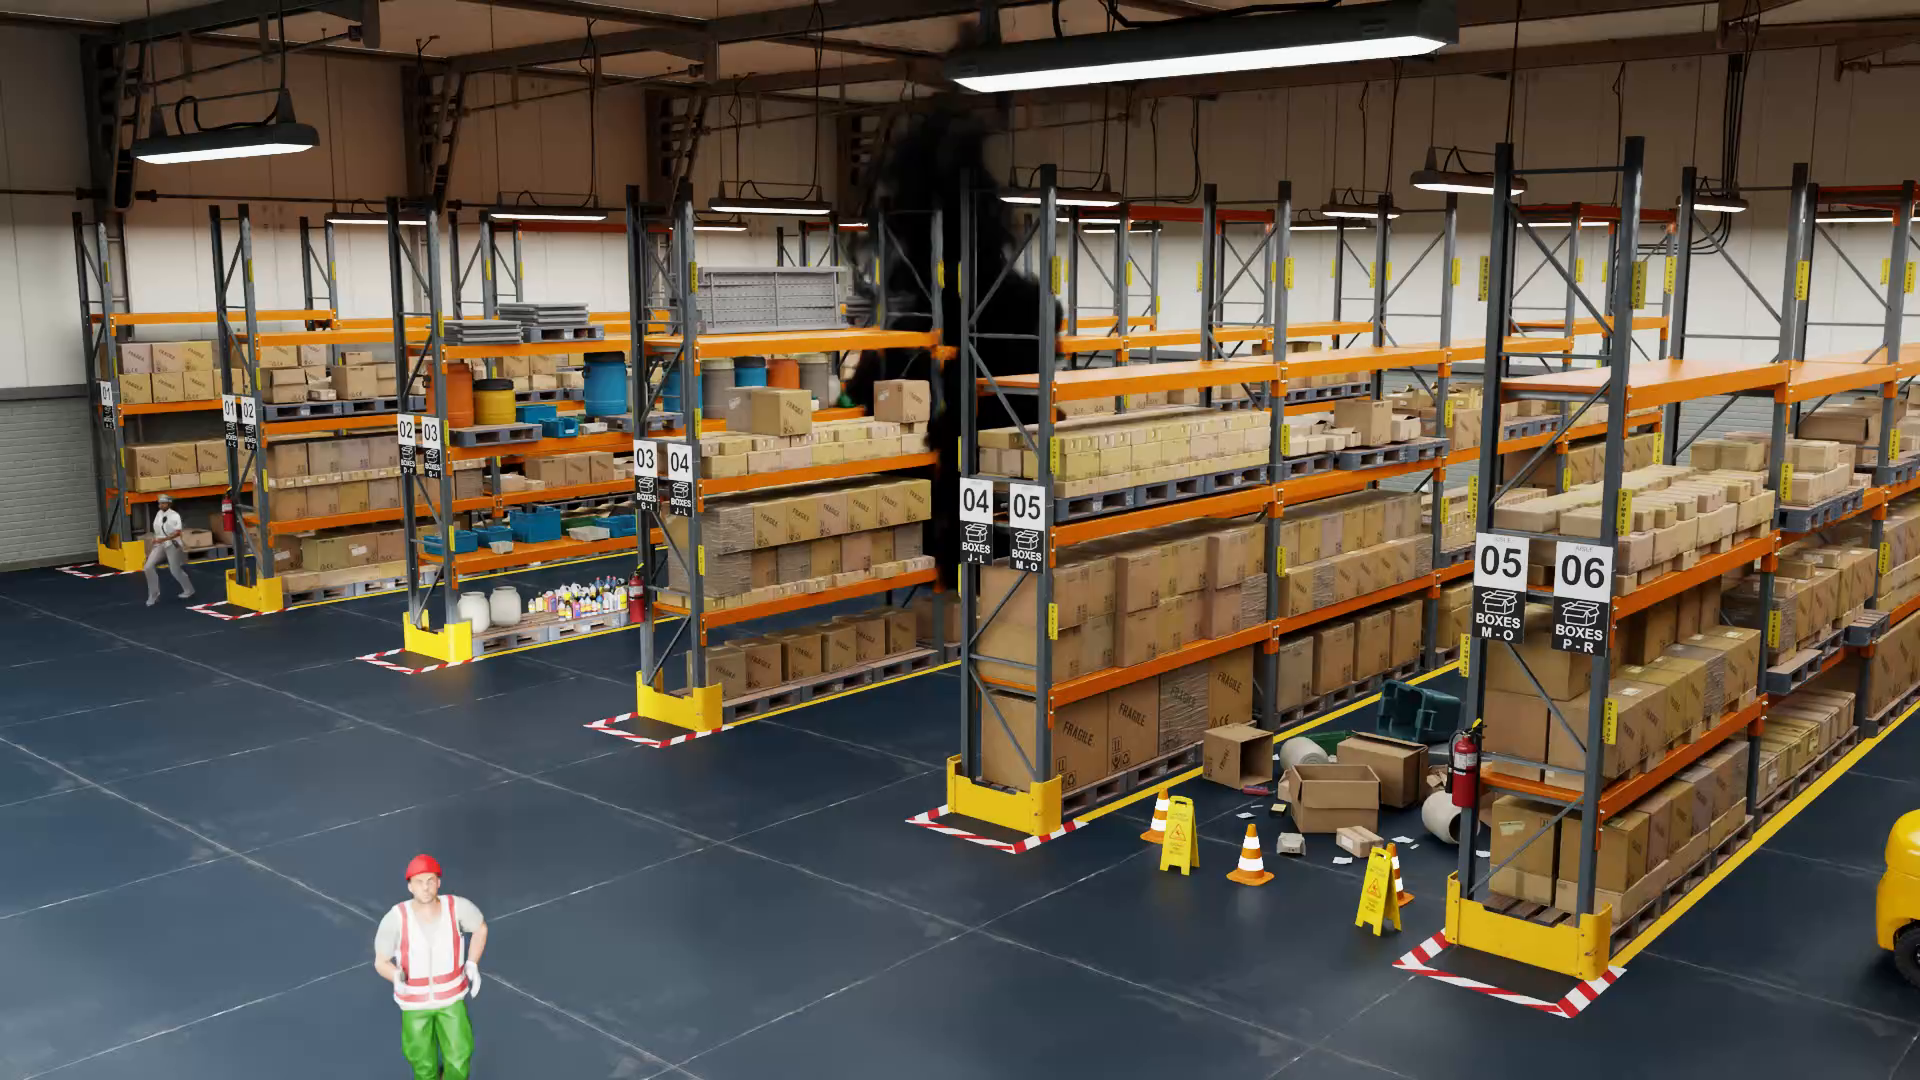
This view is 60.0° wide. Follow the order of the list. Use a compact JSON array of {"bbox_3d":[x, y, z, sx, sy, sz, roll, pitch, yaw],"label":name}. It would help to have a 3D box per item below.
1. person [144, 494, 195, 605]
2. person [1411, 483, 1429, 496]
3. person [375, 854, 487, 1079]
[{"bbox_3d":[-12.121,0.132,25.478,0.581,1.725,0.707,5,10,25],"label":"person"},{"bbox_3d":[7.170,0.029,25.843,0.776,1.843,0.626,-9,13,-43],"label":"person"},{"bbox_3d":[-3.057,2.706,9.686,0.639,1.756,0.609,-3,10,-18],"label":"person"}]
